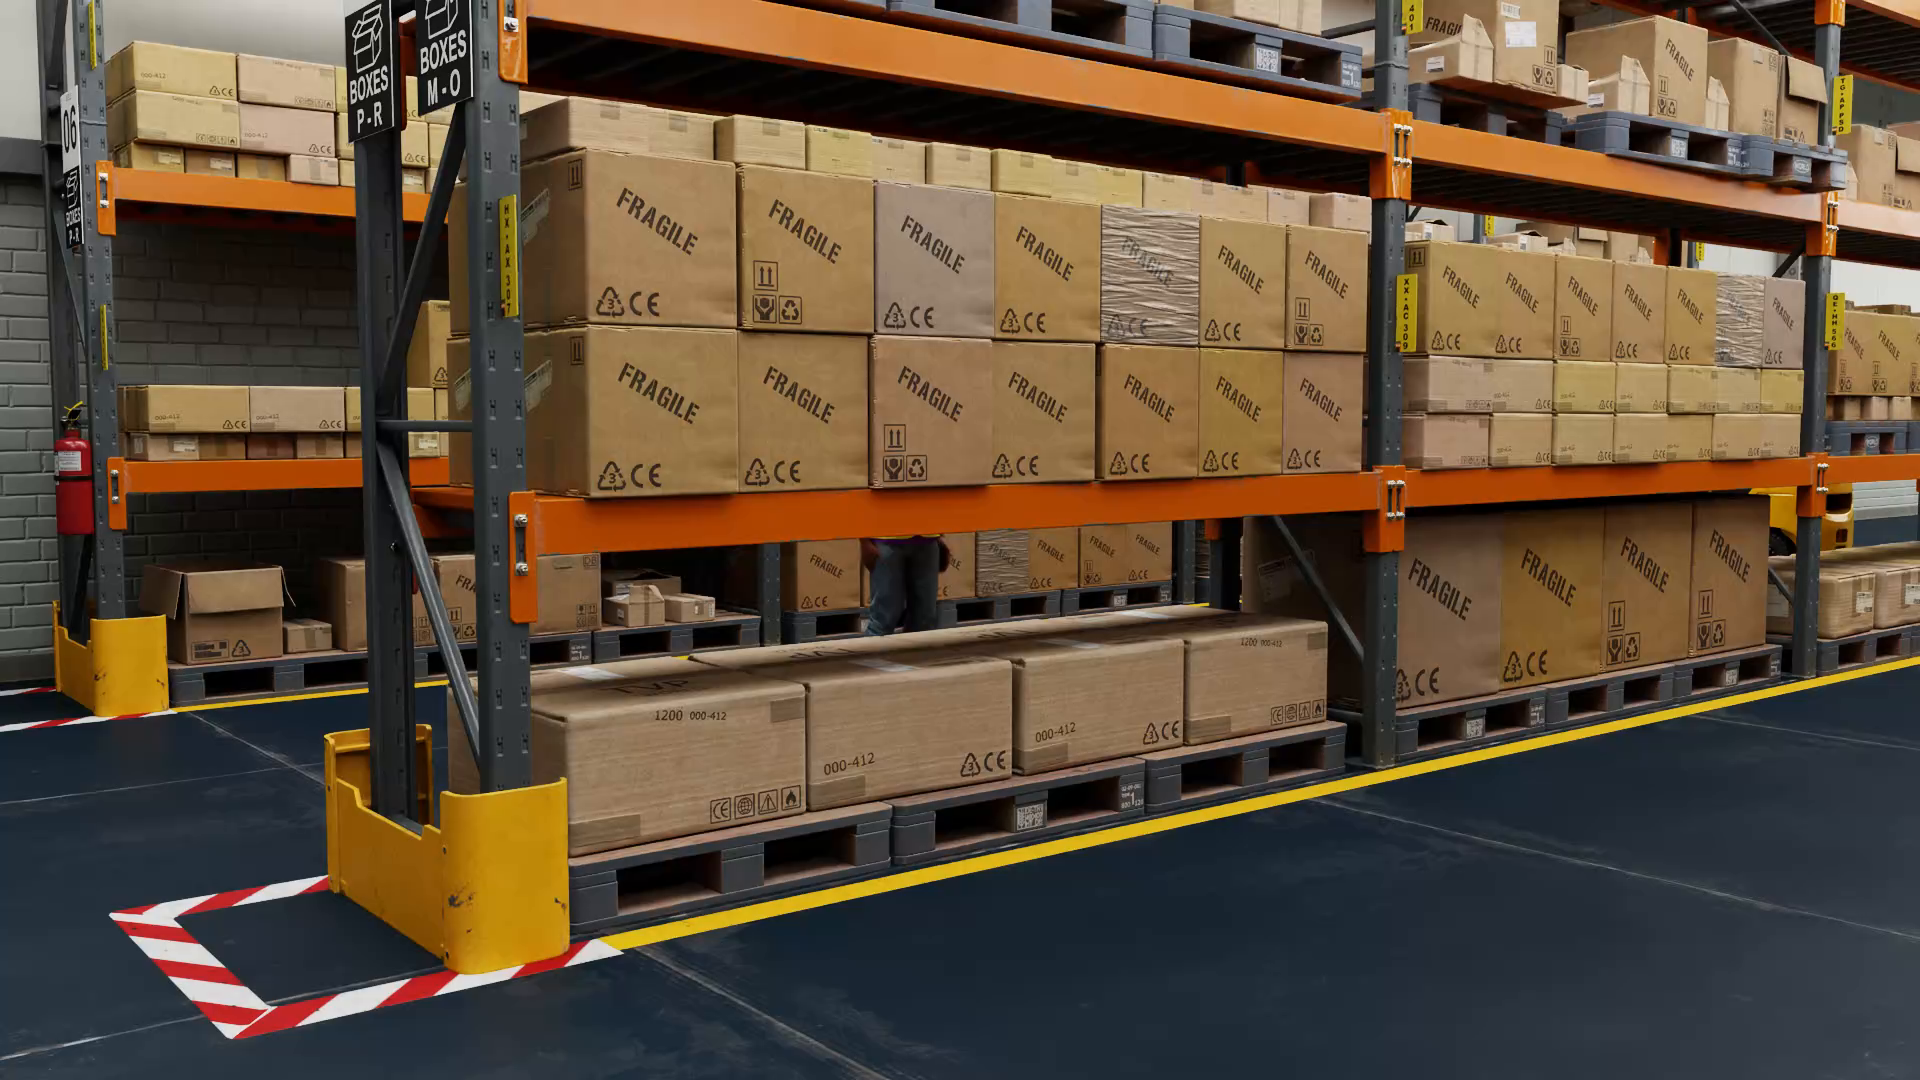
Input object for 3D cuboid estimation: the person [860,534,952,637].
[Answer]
[{"bbox_3d":[-0.302,0.010,8.717,0.566,1.762,0.362,-3,5,-38],"label":"person"}]
